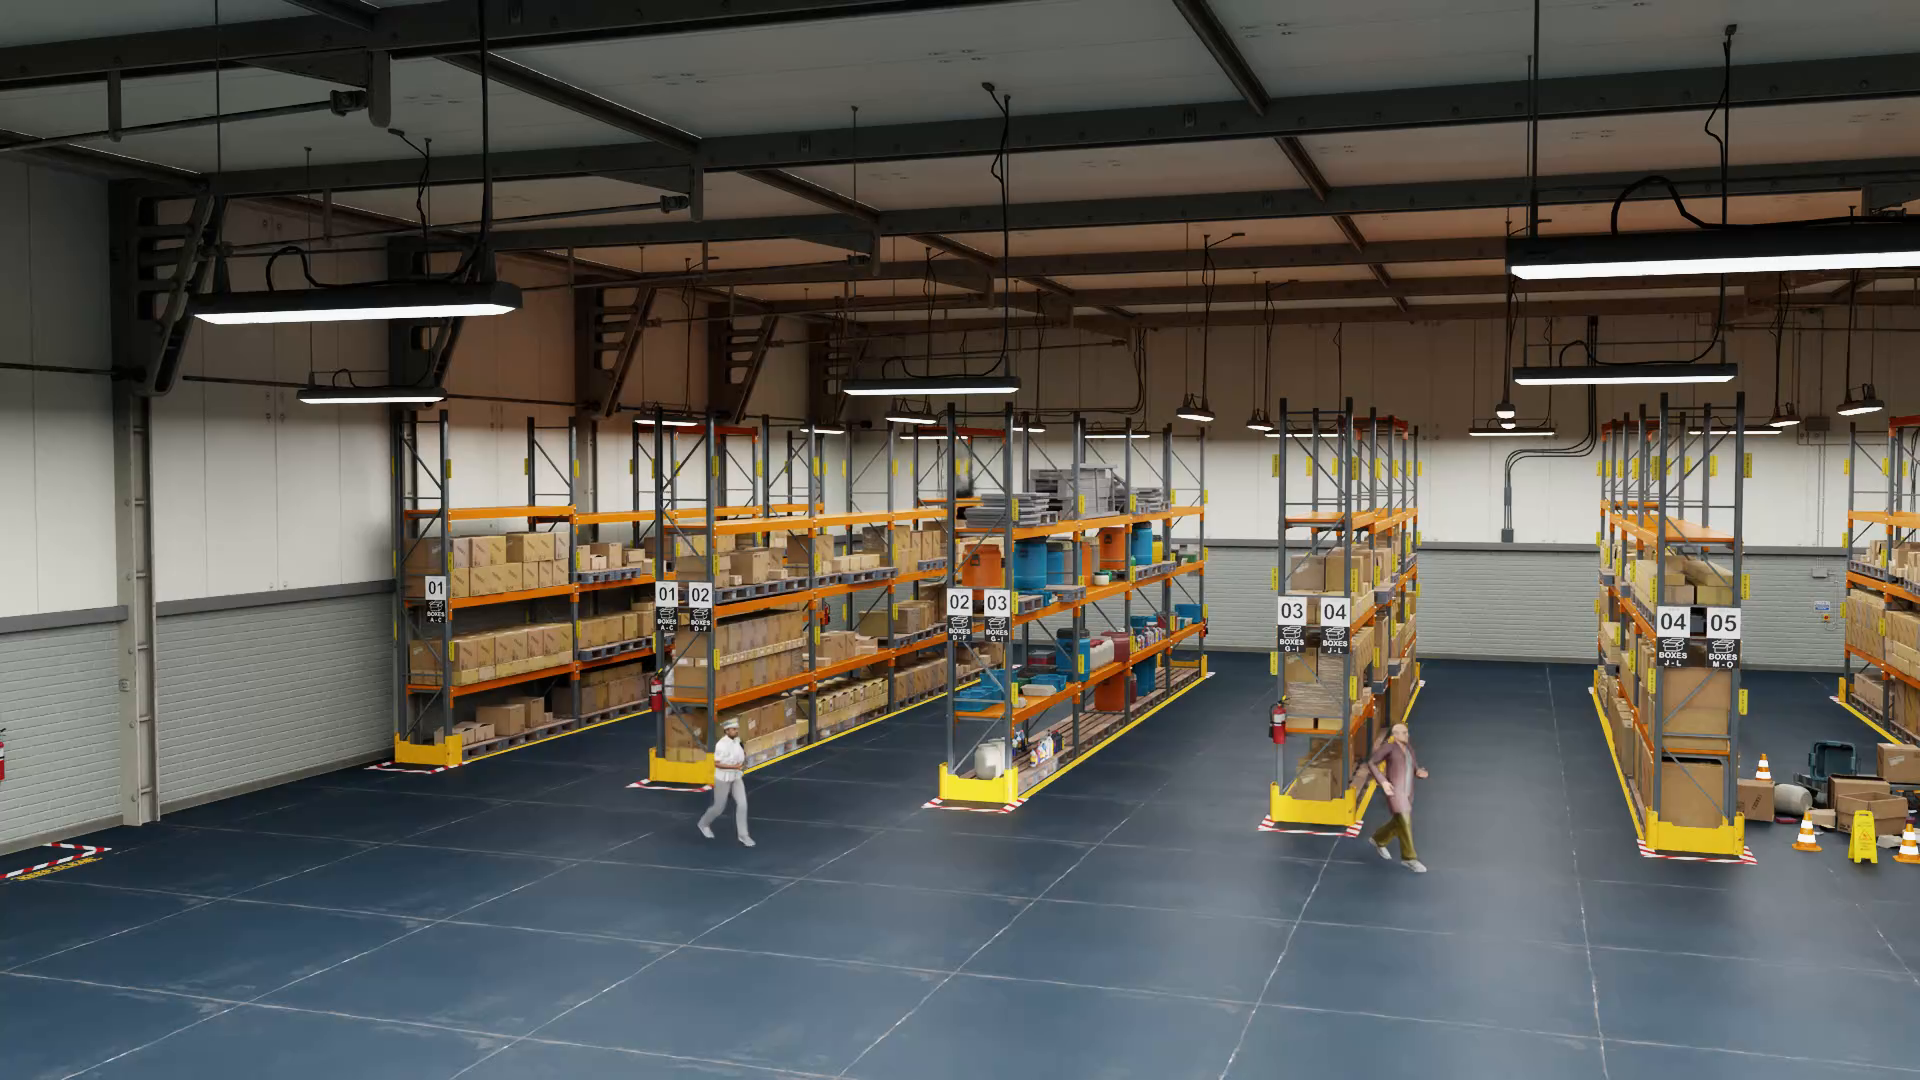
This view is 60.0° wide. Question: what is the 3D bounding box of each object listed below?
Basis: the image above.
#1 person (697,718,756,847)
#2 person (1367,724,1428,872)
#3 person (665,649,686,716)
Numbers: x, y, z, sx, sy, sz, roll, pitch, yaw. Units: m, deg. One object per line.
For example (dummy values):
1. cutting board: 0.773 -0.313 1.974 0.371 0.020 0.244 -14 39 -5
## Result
1. person: -3.111 3.199 22.160 0.924 1.696 0.549 2 3 38
2. person: 5.502 3.195 20.889 0.713 1.784 0.967 -2 3 -39
3. person: -5.121 2.841 29.834 0.628 1.783 0.705 0 2 6
